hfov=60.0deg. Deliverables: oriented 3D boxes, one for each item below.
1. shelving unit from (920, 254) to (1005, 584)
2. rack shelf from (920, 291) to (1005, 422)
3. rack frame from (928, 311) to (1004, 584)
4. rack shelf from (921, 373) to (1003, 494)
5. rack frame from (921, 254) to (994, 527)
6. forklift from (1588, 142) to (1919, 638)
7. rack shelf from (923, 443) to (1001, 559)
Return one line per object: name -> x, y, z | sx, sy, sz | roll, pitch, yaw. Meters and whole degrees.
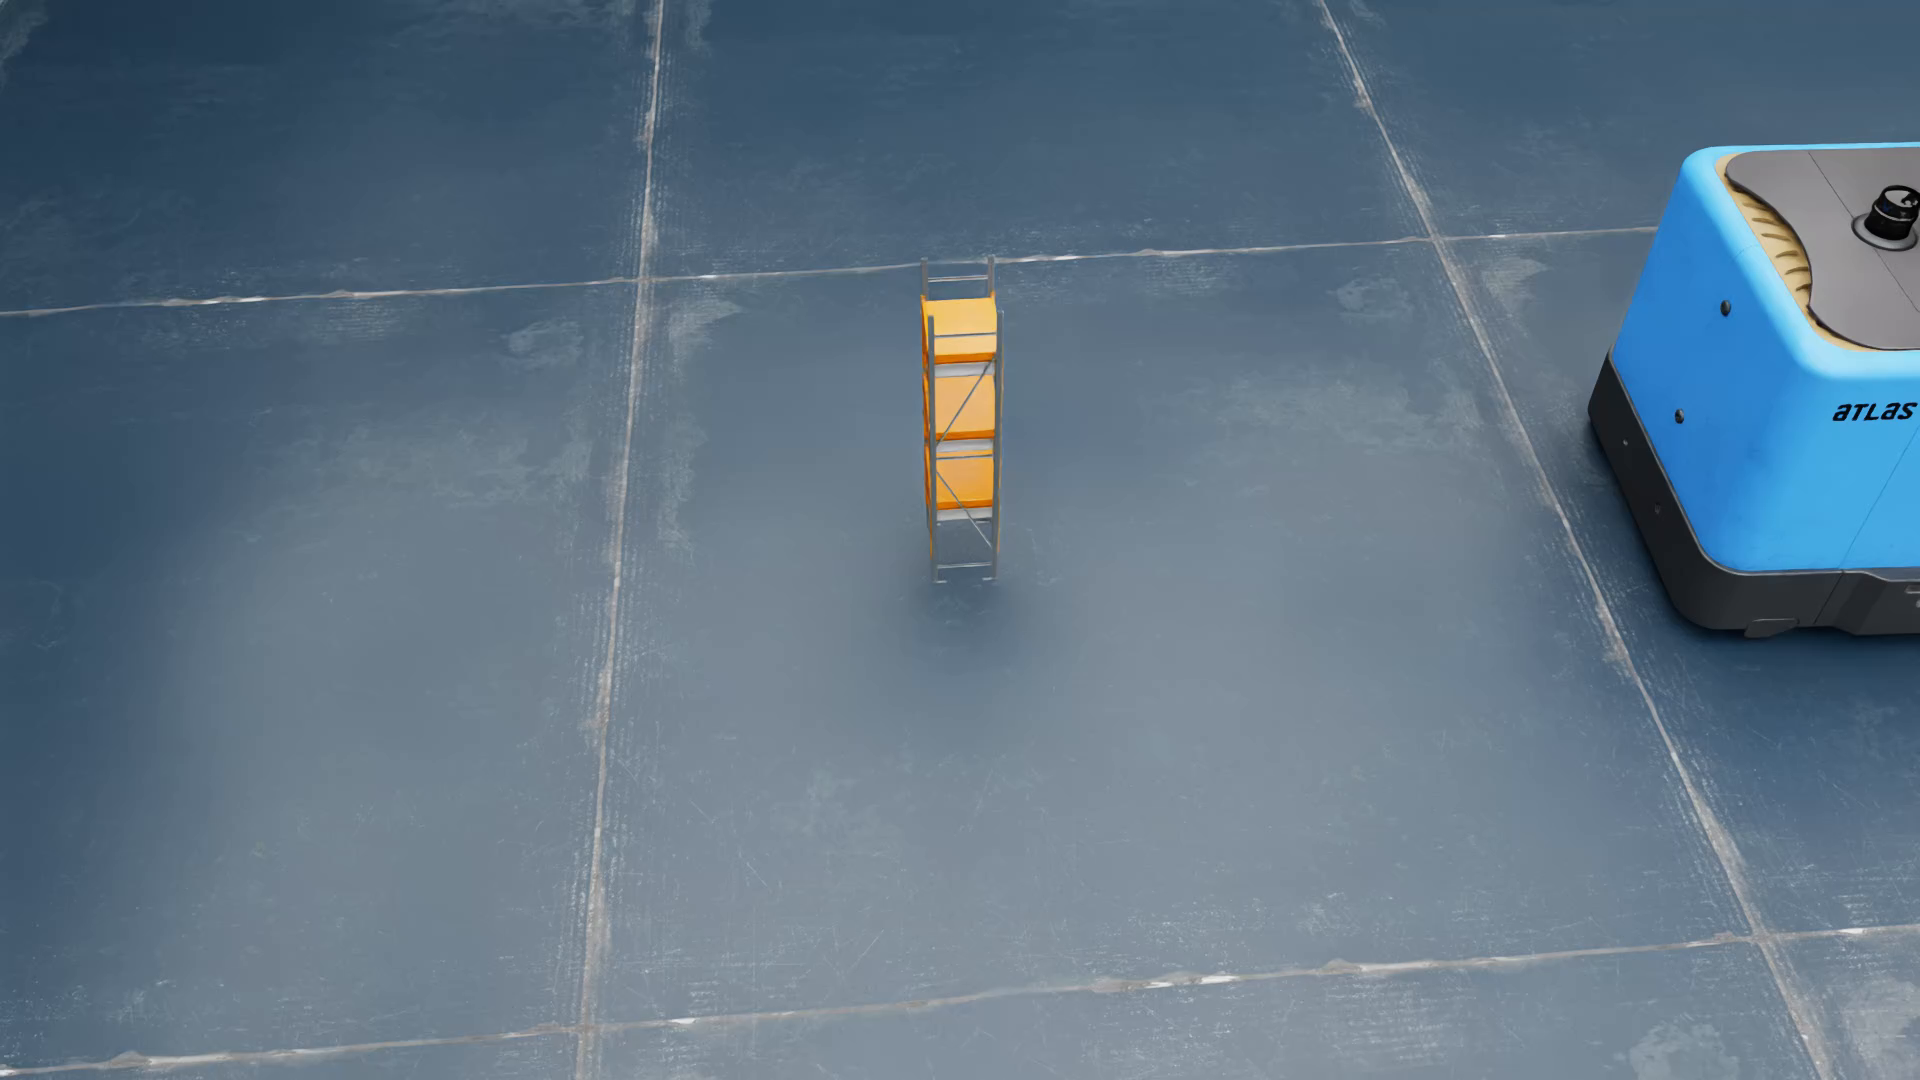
shelving unit -> 0.004, -0.322, 4.832 | 0.215, 1.050, 0.252 | -3, 47, -3
rack shelf -> 0.004, -0.510, 4.634 | 0.215, 0.259, 0.240 | -3, 47, -3
rack frame -> 0.015, -0.234, 4.749 | 0.200, 1.050, 0.008 | -3, 47, -3
rack shelf -> 0.004, -0.315, 4.840 | 0.215, 0.259, 0.240 | -3, 47, -3
rack frame -> -0.006, -0.411, 4.916 | 0.200, 1.050, 0.008 | -3, 47, -3
forklift -> 3.627, -1.116, 4.289 | 3.031, 2.935, 1.130 | -2, 47, -2
rack shelf -> 0.004, -0.124, 5.042 | 0.215, 0.259, 0.240 | -3, 47, -3
